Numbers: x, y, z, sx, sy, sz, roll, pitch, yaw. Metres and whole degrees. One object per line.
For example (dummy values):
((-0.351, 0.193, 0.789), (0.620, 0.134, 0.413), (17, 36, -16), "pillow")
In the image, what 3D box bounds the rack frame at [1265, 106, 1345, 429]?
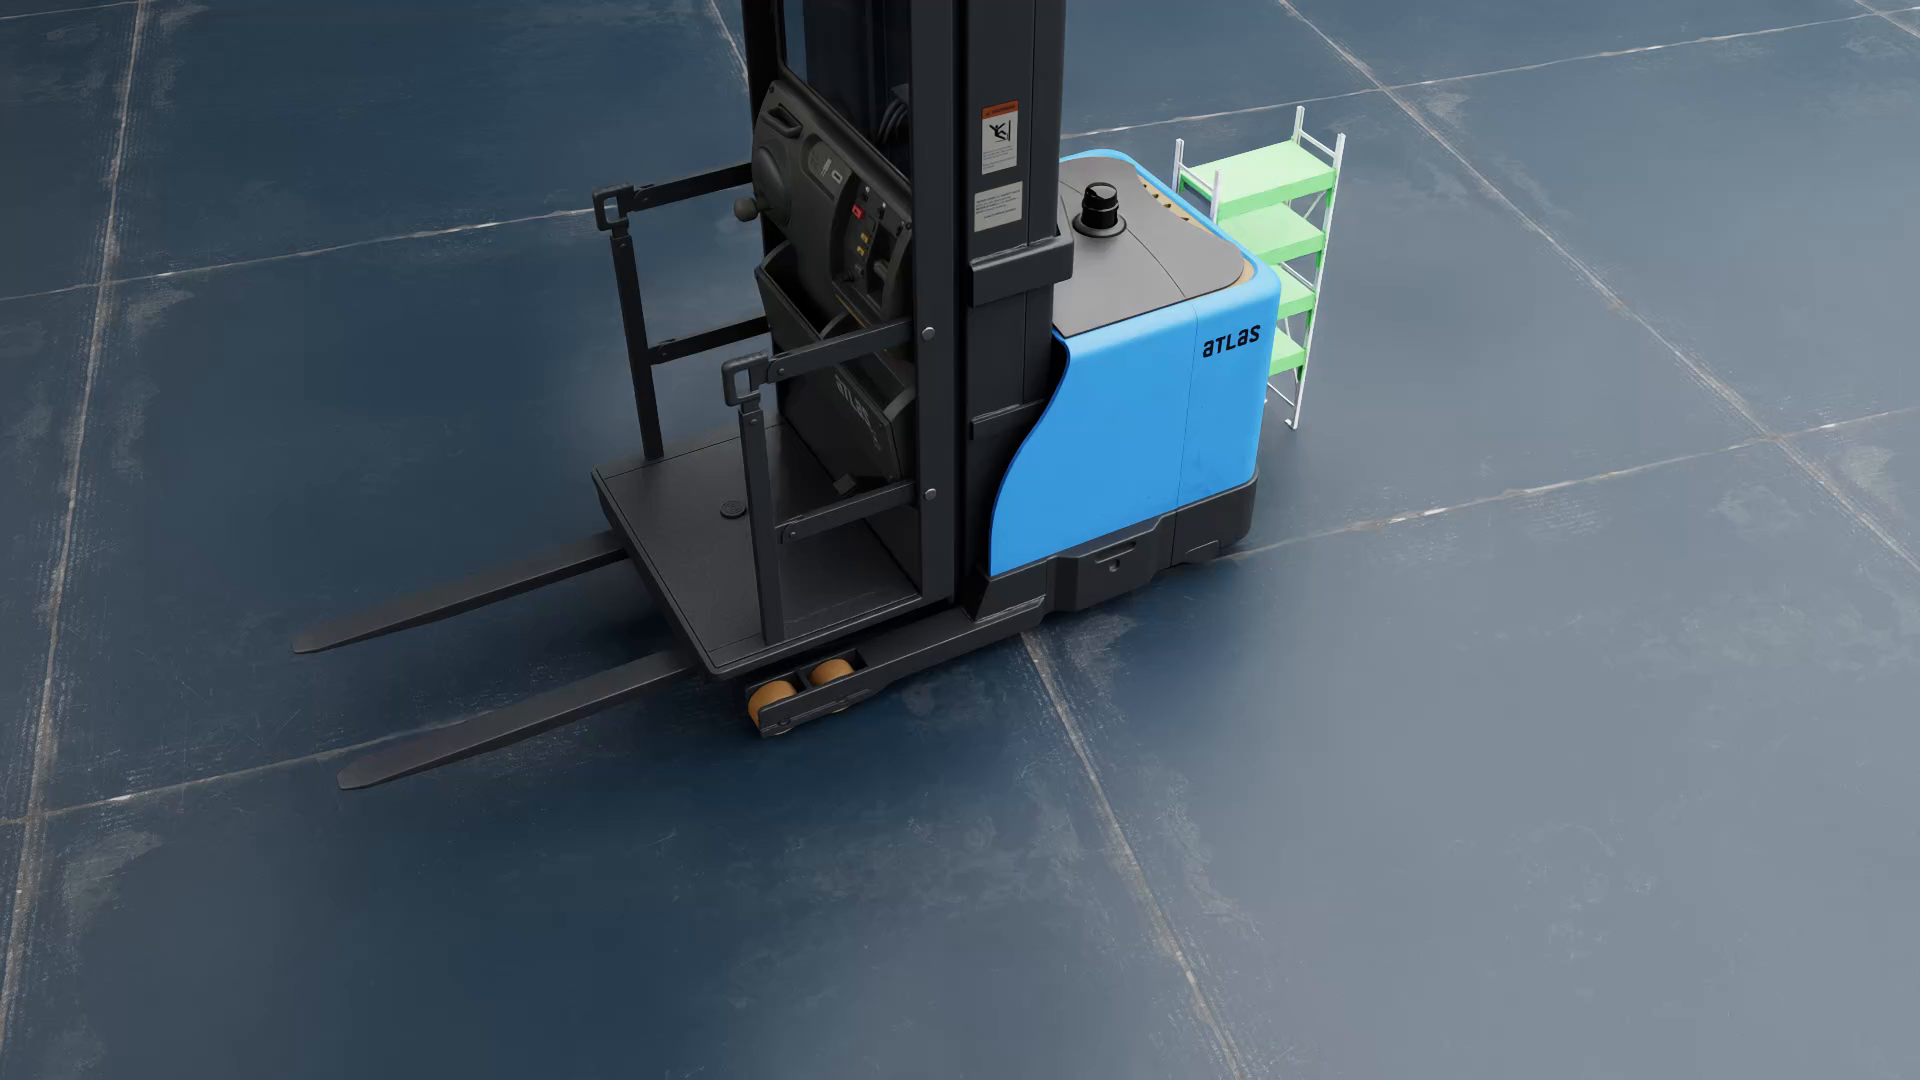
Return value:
((1.198, -0.938, 5.911), (0.015, 1.200, 0.240), (-20, 45, -21), "rack frame")

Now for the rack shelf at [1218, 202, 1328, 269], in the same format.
((0.983, -0.994, 5.708), (0.480, 0.148, 0.258), (-20, 45, -21), "rack shelf")

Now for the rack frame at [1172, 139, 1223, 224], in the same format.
((0.769, -0.785, 5.737), (0.015, 1.200, 0.240), (-20, 45, -21), "rack frame")

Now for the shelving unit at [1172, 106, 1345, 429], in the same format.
((0.983, -0.861, 5.824), (0.503, 1.200, 0.258), (-20, 45, -21), "shelving unit")

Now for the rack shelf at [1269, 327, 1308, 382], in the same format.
((0.983, -0.633, 6.024), (0.480, 0.148, 0.258), (-20, 45, -21), "rack shelf")

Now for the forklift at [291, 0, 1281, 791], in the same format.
((-0.547, -0.909, 4.563), (3.031, 2.935, 1.130), (-20, 45, -21), "forklift")

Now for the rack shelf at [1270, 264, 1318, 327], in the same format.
((0.983, -0.813, 5.866), (0.480, 0.148, 0.258), (-20, 45, -21), "rack shelf")

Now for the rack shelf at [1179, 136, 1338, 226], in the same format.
((0.983, -1.175, 5.550), (0.480, 0.148, 0.258), (-20, 45, -21), "rack shelf")
